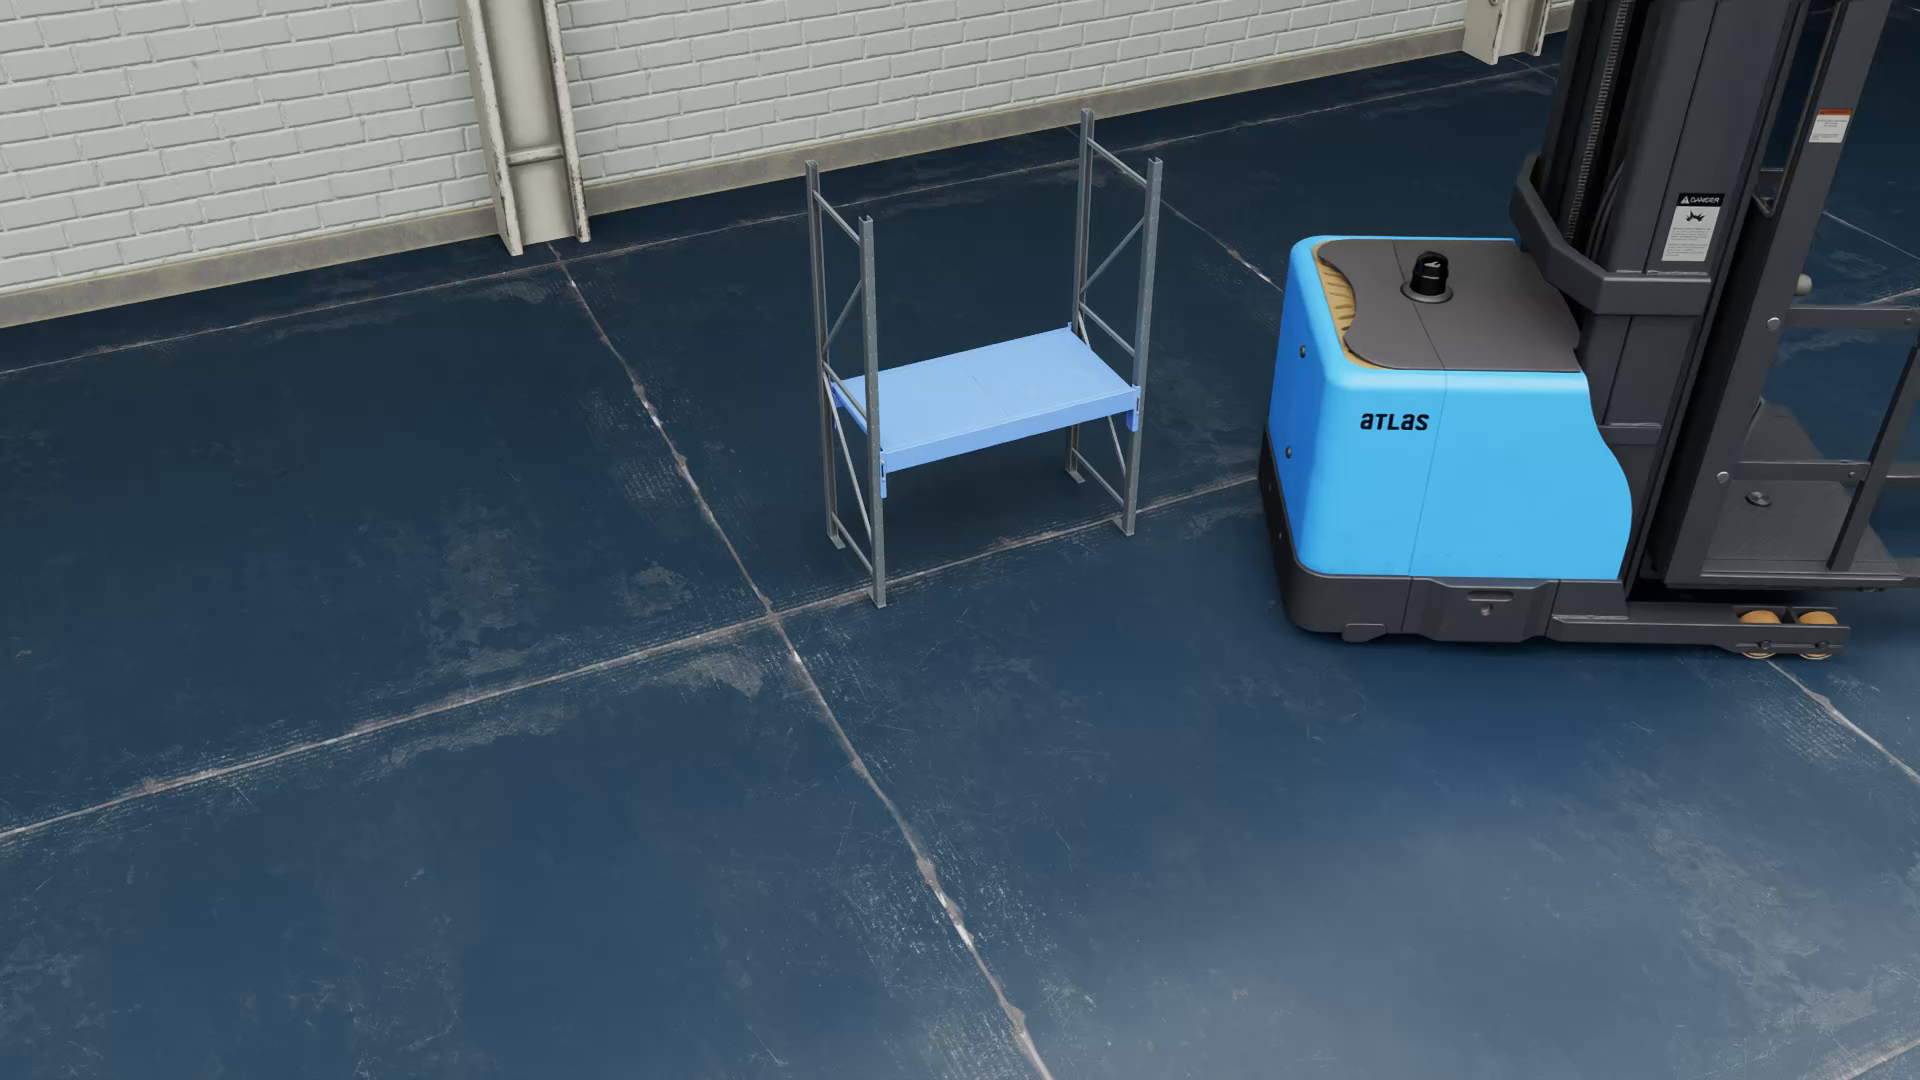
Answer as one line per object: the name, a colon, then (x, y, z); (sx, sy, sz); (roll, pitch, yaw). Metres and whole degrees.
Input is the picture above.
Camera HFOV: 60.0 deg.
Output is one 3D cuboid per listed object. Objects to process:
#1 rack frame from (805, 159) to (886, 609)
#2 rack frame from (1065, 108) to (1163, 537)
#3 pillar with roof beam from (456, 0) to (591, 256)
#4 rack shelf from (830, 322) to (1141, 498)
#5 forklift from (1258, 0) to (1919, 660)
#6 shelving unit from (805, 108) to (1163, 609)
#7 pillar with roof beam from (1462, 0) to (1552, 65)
rack frame: (-0.383, -0.495, 5.659); (0.032, 1.500, 0.500); (-16, 39, -20)
rack frame: (0.537, -0.753, 6.006); (0.032, 1.500, 0.500); (-16, 39, -20)
pillar with roof beam: (-0.245, -2.813, 2.488); (0.400, 9.000, 9.100); (-16, 39, -20)
rack shelf: (0.077, -0.480, 5.939); (1.000, 0.185, 0.538); (-16, 39, -20)
forklift: (2.660, -1.091, 5.261); (3.031, 2.935, 1.130); (1, 37, 1)
shelving unit: (0.077, -0.624, 5.832); (1.048, 1.500, 0.538); (-16, 39, -20)
pillar with roof beam: (5.186, -4.331, 4.536); (0.400, 9.000, 9.100); (-16, 39, -20)
